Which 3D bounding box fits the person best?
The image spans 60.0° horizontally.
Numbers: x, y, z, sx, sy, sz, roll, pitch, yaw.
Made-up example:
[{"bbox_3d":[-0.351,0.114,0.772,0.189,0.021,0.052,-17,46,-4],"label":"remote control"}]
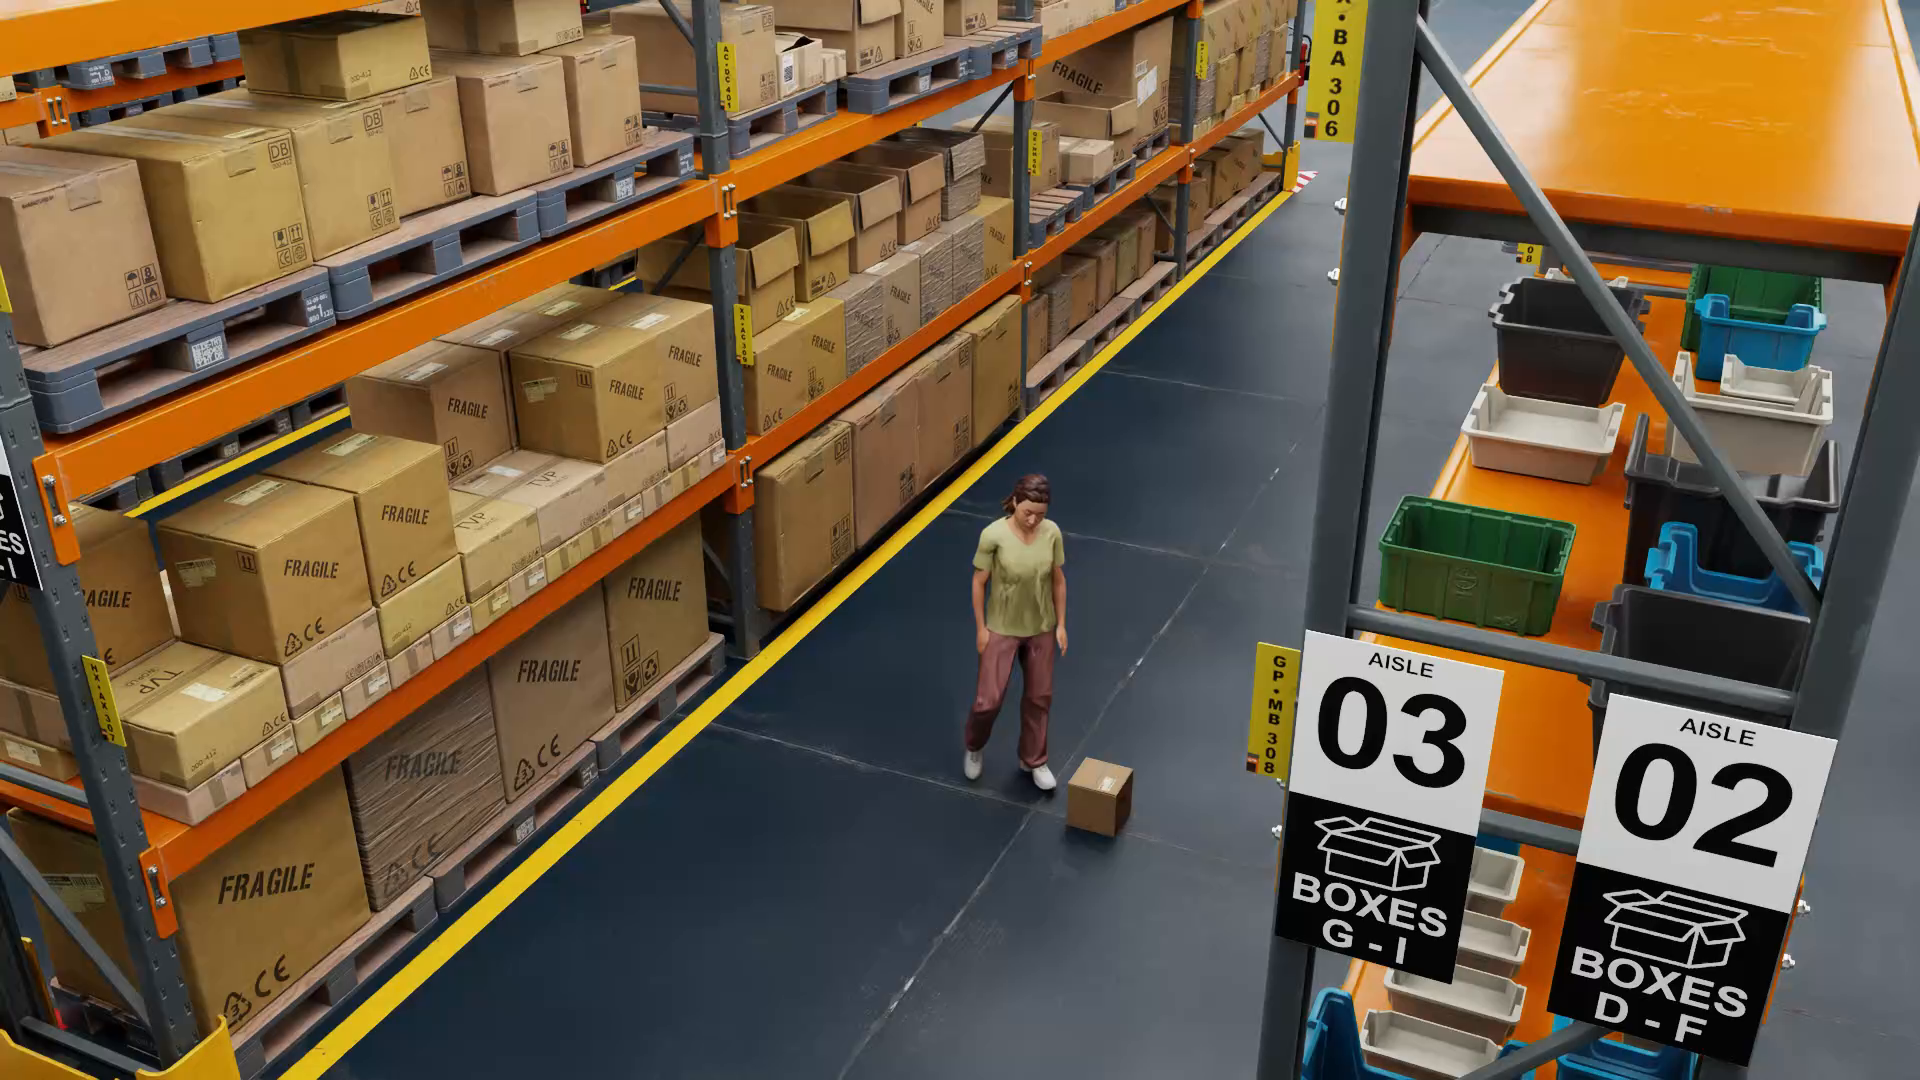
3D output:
[{"bbox_3d":[0.274,0.452,8.166,0.527,1.677,0.452,-8,27,-16],"label":"person"}]
